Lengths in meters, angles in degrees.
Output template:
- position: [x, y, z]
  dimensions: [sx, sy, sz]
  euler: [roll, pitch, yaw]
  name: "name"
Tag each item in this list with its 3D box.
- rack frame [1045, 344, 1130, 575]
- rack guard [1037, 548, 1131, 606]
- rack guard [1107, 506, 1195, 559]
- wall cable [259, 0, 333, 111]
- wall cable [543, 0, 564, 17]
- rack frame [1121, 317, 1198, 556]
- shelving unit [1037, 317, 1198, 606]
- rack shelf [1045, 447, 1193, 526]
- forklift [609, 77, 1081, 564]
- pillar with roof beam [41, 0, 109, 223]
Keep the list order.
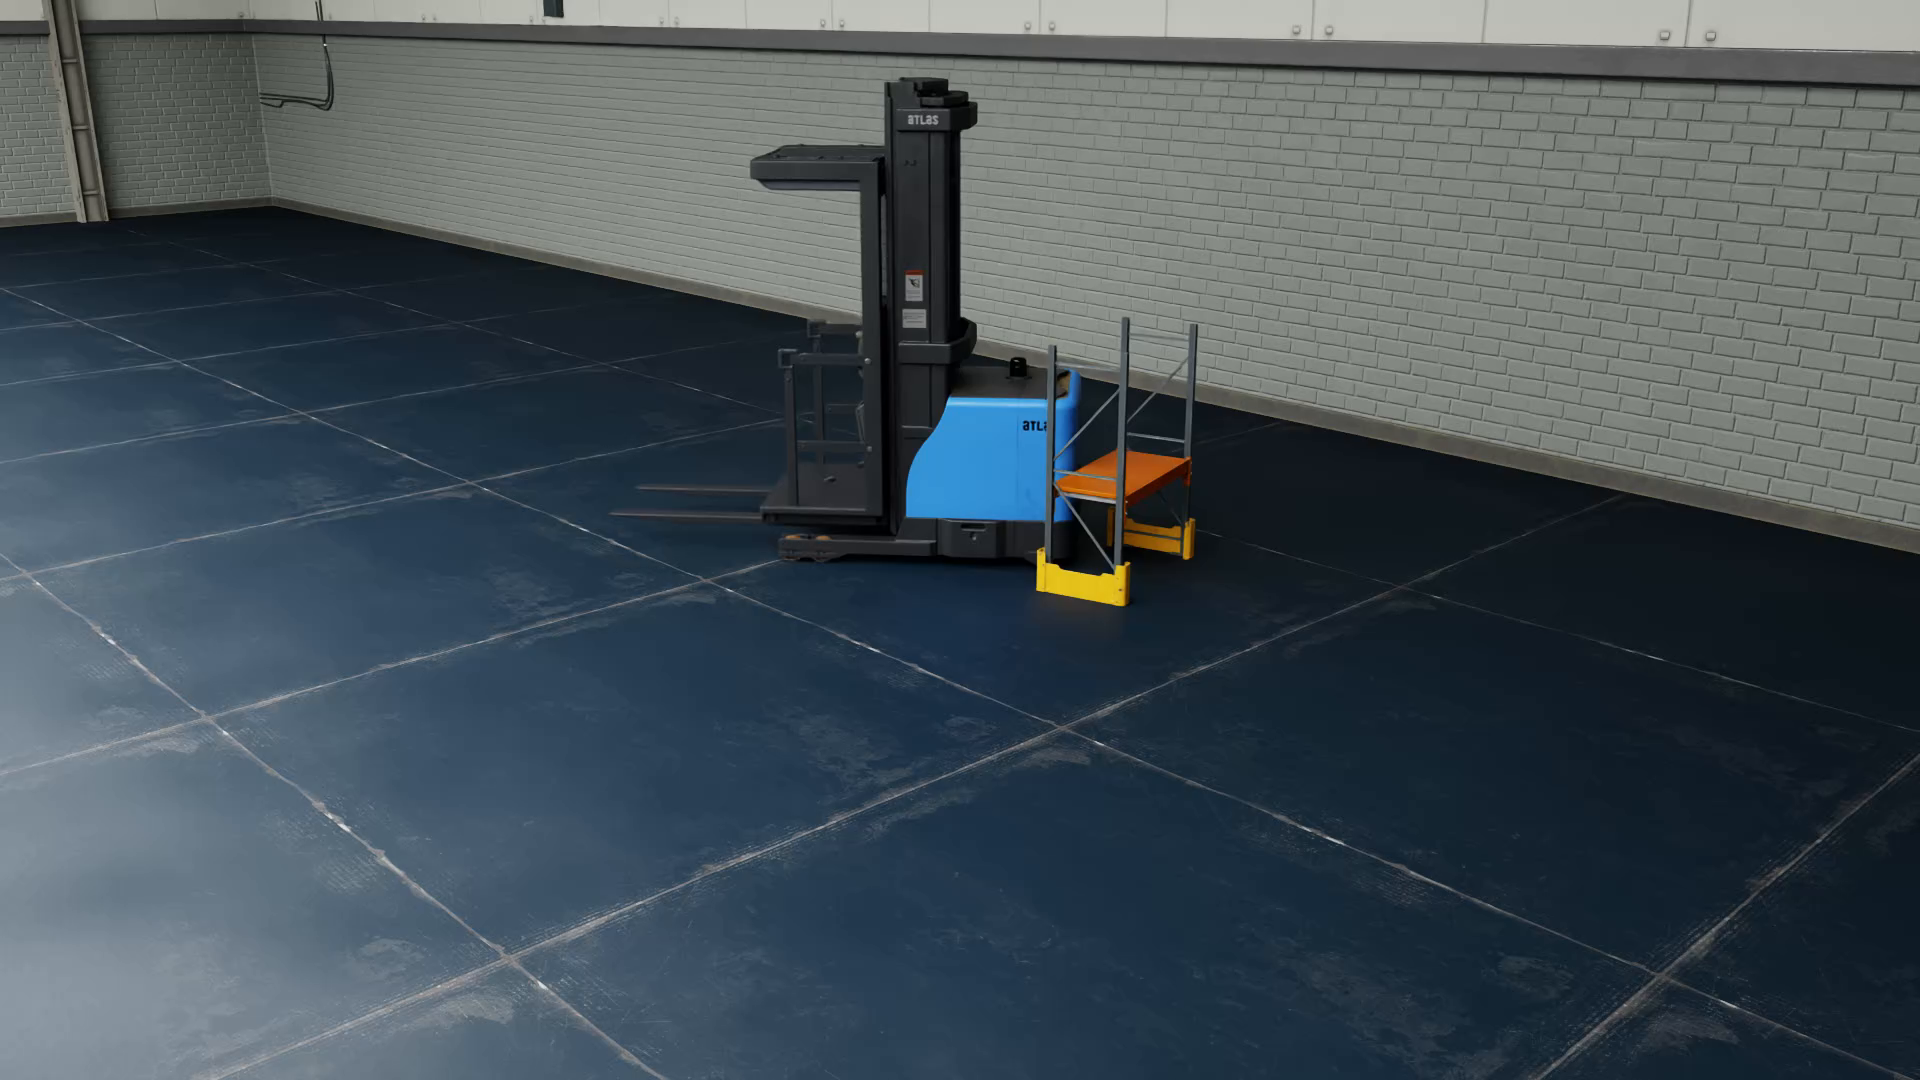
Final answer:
- position: [0.732, -0.376, 9.713]
  dimensions: [0.500, 1.500, 0.032]
  euler: [10, 21, 28]
  name: "rack frame"
- position: [0.733, 0.218, 9.907]
  dimensions: [0.587, 0.250, 0.087]
  euler: [10, 21, 28]
  name: "rack guard"
- position: [1.229, -0.048, 10.728]
  dimensions: [0.587, 0.250, 0.087]
  euler: [10, 21, 28]
  name: "rack guard"
- position: [-10.982, -8.297, 27.018]
  dimensions: [0.112, 2.526, 3.097]
  euler: [-16, 24, -41]
  name: "wall cable"
- position: [-4.471, -9.261, 19.443]
  dimensions: [0.169, 6.003, 2.305]
  euler: [-16, 24, -41]
  name: "wall cable"
- position: [1.239, -0.648, 10.552]
  dimensions: [0.500, 1.500, 0.032]
  euler: [10, 21, 28]
  name: "rack frame"
- position: [0.981, -0.510, 10.125]
  dimensions: [0.587, 1.500, 1.083]
  euler: [10, 21, 28]
  name: "shelving unit"
- position: [0.985, -0.341, 10.188]
  dimensions: [0.538, 0.185, 1.000]
  euler: [10, 21, 28]
  name: "rack shelf"
- position: [-0.740, -1.411, 10.585]
  dimensions: [3.031, 2.935, 1.130]
  euler: [2, 18, 5]
  name: "forklift"
- position: [-11.074, -8.481, 22.552]
  dimensions: [0.400, 9.000, 9.100]
  euler: [-16, 24, -41]
  name: "pillar with roof beam"
